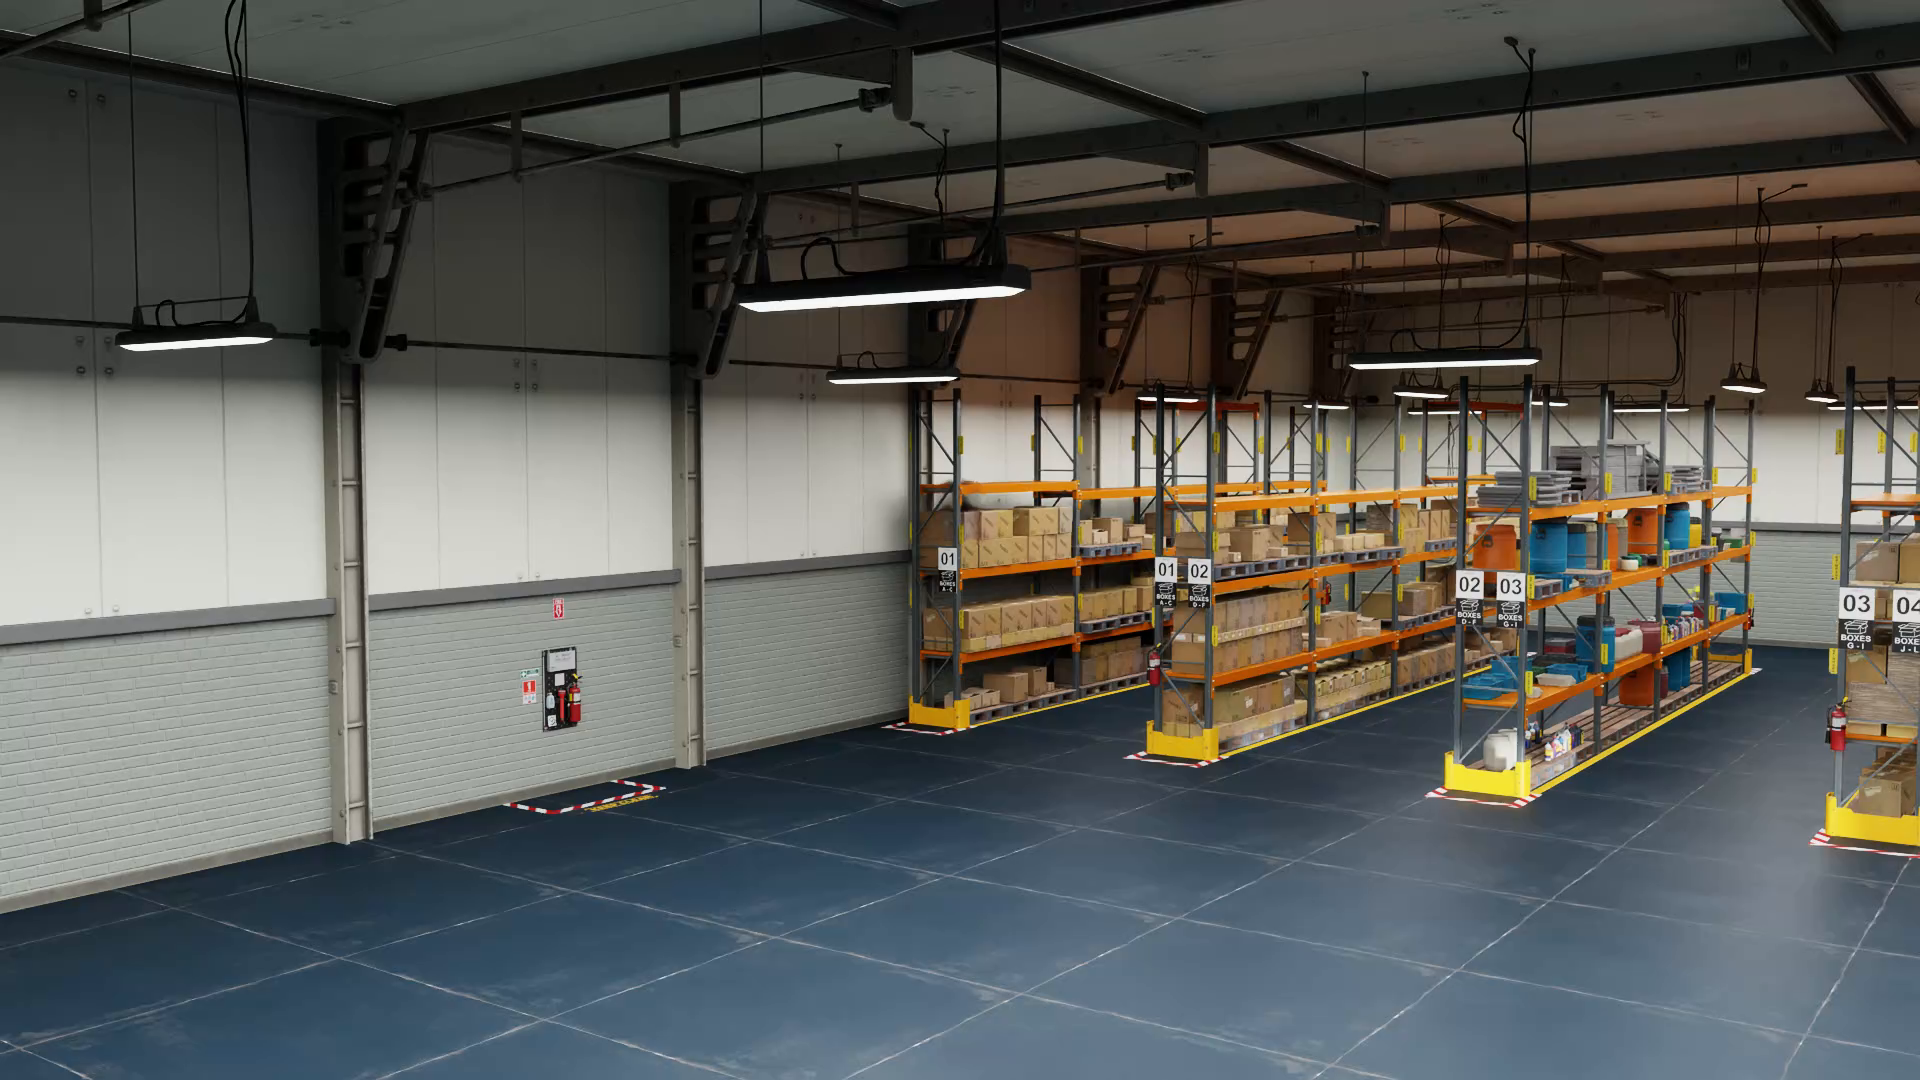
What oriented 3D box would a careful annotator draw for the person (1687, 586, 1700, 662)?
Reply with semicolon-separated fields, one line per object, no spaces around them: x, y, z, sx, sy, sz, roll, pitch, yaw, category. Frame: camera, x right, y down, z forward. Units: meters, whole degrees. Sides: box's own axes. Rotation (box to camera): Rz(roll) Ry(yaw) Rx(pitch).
16.996;1.943;38.168;0.661;1.778;0.400;0;3;7;person
